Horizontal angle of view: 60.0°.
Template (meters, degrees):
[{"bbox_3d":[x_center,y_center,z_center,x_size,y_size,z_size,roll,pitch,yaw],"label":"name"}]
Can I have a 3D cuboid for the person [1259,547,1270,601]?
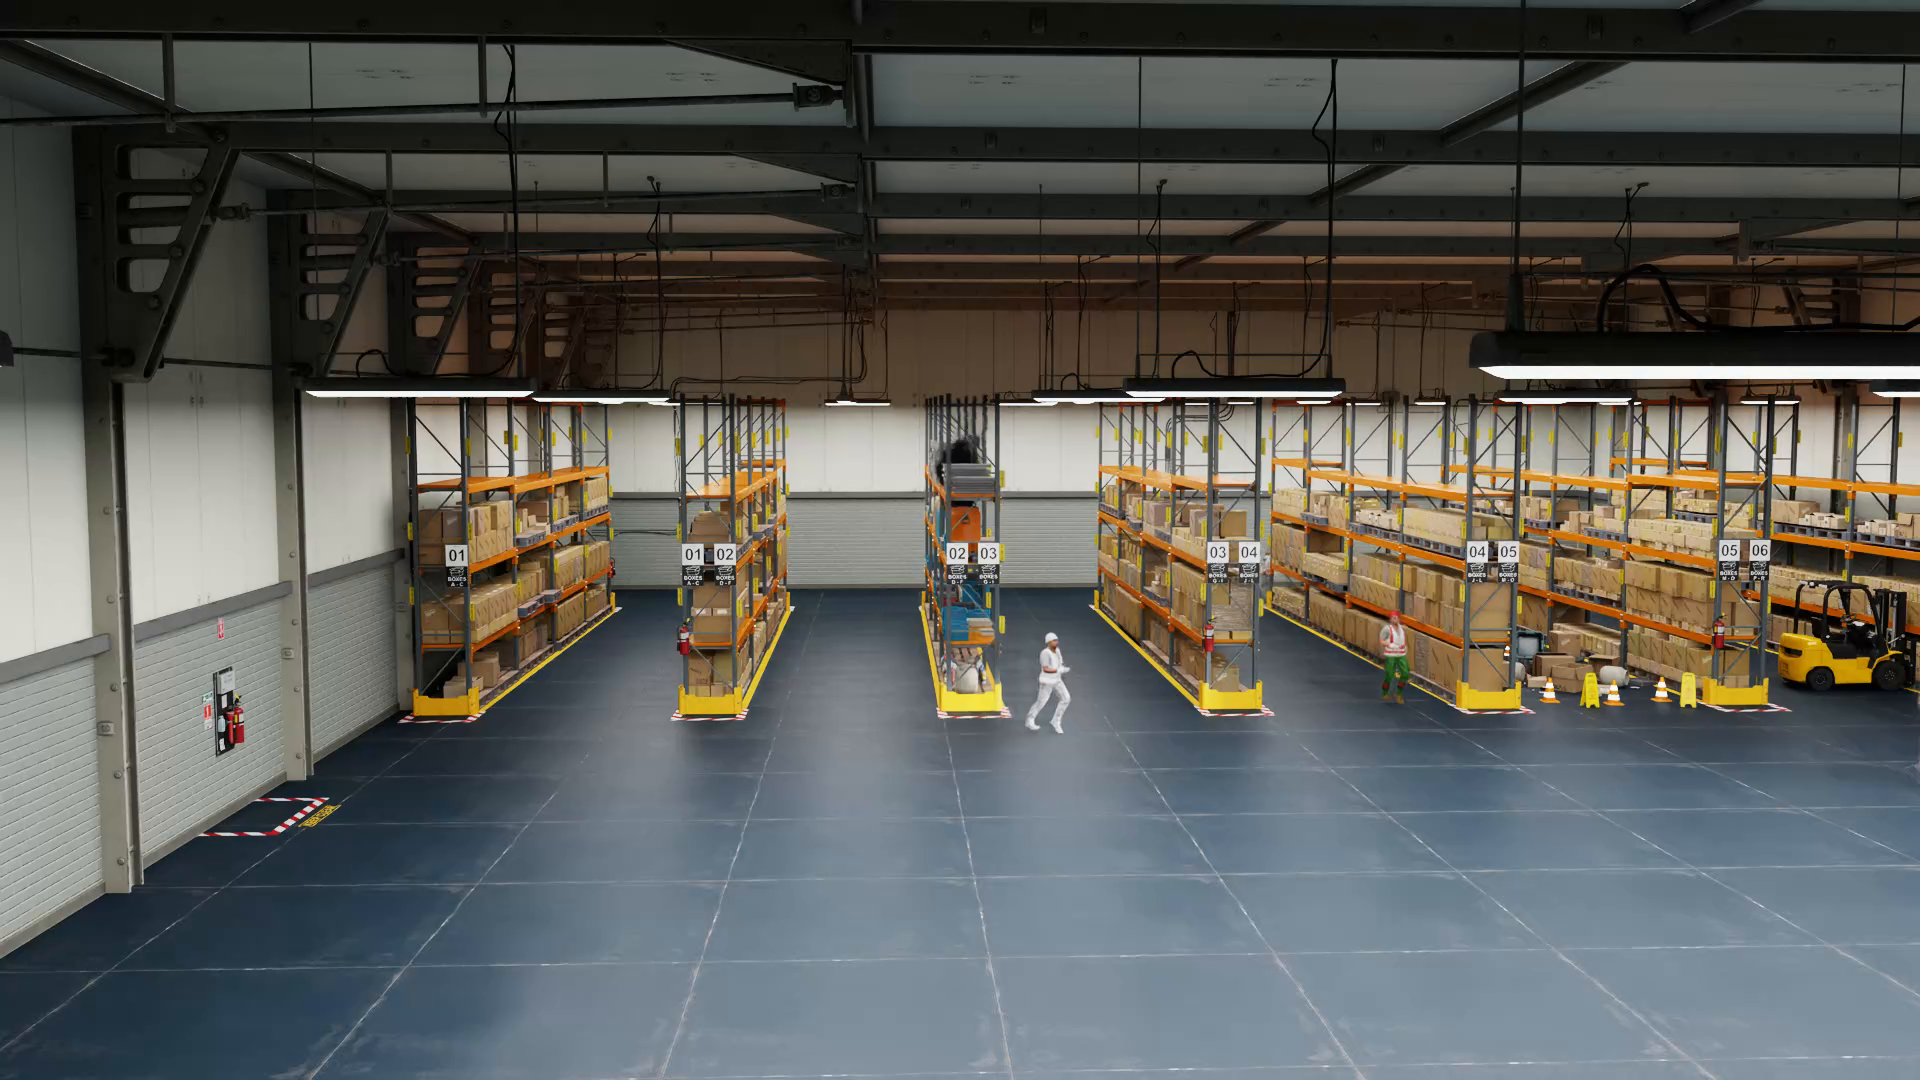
[{"bbox_3d":[9.025,0.994,49.160,0.564,1.697,0.753,1,5,15],"label":"person"}]

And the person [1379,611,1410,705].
[{"bbox_3d":[8.452,2.287,32.277,0.636,1.827,0.665,-1,5,-12],"label":"person"}]

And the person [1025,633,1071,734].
[{"bbox_3d":[1.598,2.520,29.290,0.894,1.800,0.696,3,6,36],"label":"person"}]

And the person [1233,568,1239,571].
[{"bbox_3d":[7.682,1.249,45.434,0.716,1.730,0.845,1,5,12],"label":"person"}]
